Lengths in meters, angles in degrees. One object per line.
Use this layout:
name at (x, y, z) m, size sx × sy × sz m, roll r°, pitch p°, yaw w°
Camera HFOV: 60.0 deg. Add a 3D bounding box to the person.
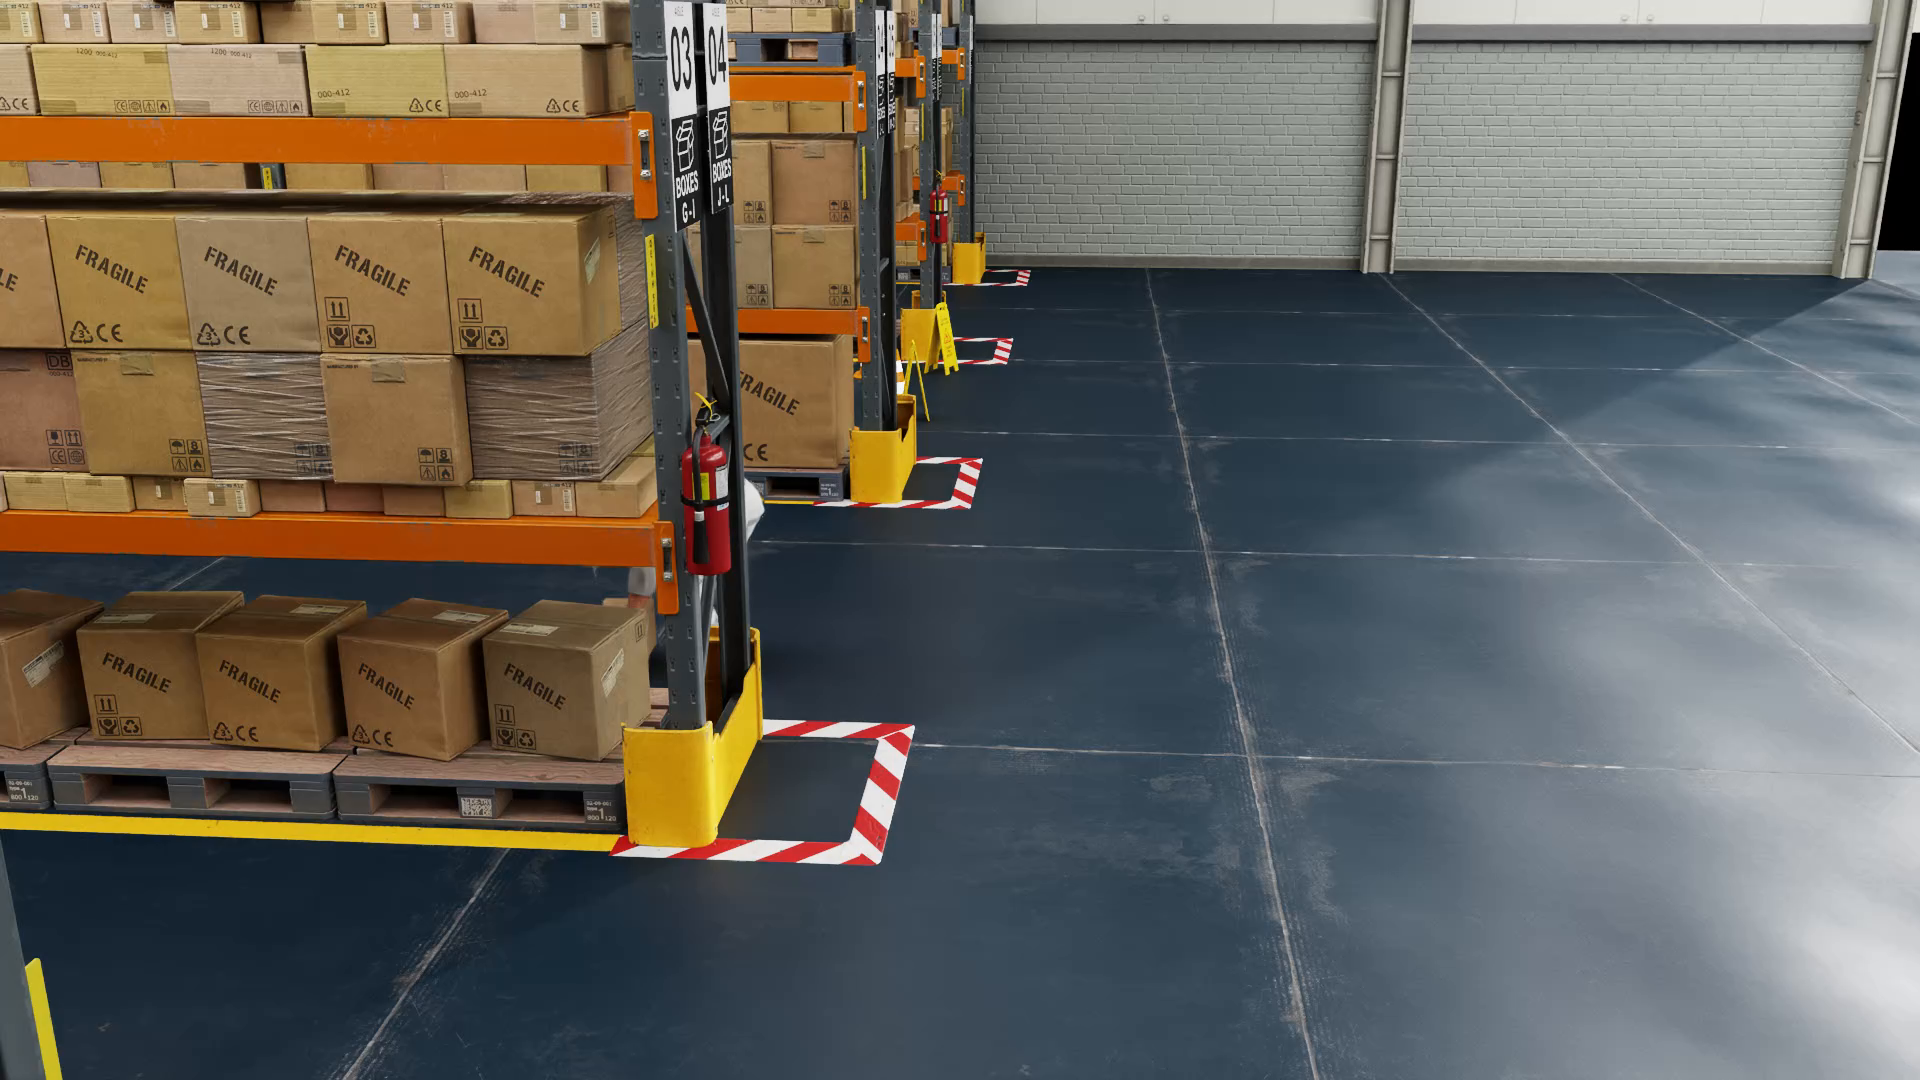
person at (-1.455, 0.150, 8.367) m, size 0.949 × 0.984 × 0.516 m, roll -5°, pitch 18°, yaw -17°
